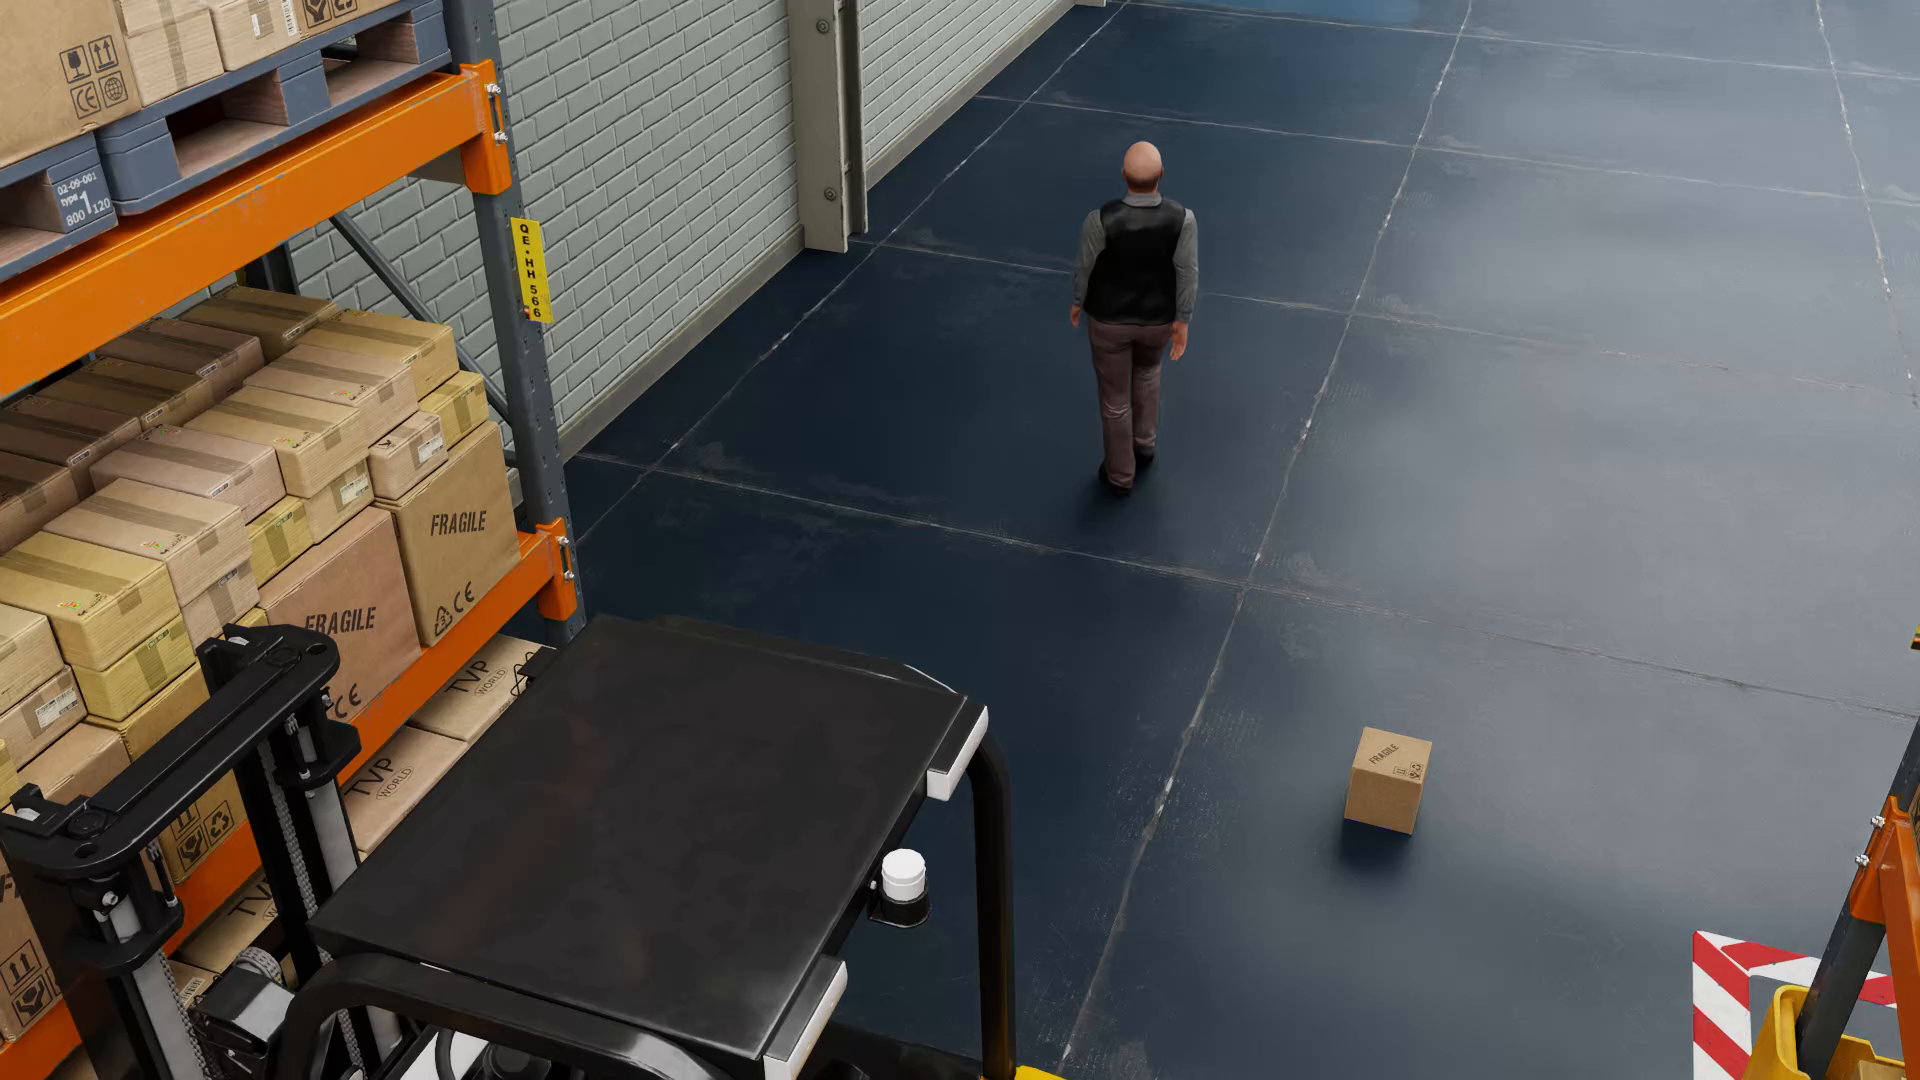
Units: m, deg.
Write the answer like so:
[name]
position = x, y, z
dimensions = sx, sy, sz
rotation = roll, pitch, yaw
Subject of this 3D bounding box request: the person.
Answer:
[person]
position = 0.786, -1.016, 7.750
dimensions = 0.540, 1.778, 0.525
rotation = -5, 33, -7
